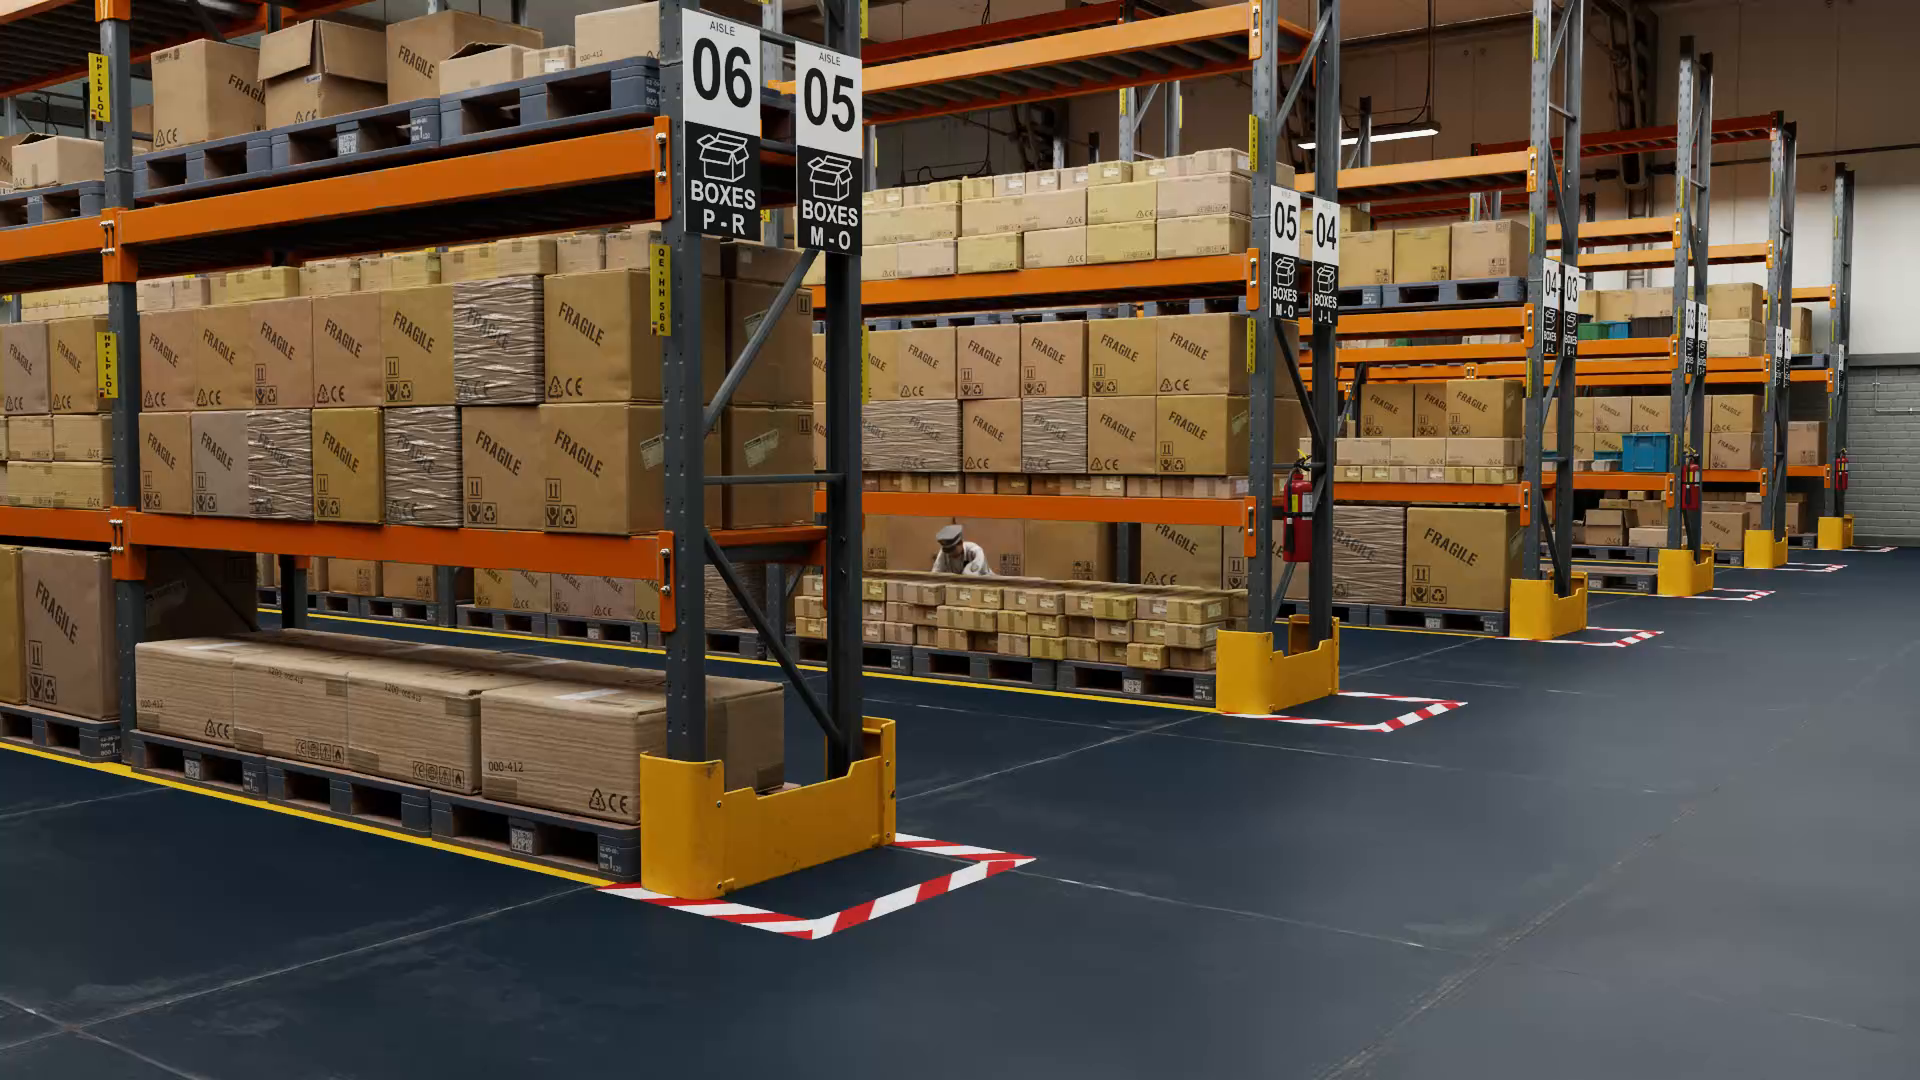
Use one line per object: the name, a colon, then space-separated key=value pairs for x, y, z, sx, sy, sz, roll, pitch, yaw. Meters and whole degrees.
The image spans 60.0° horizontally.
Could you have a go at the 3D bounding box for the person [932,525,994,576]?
person: x=0.003 y=0.344 z=14.403 sx=0.503 sy=0.964 sz=0.822 roll=2 pitch=4 yaw=36
